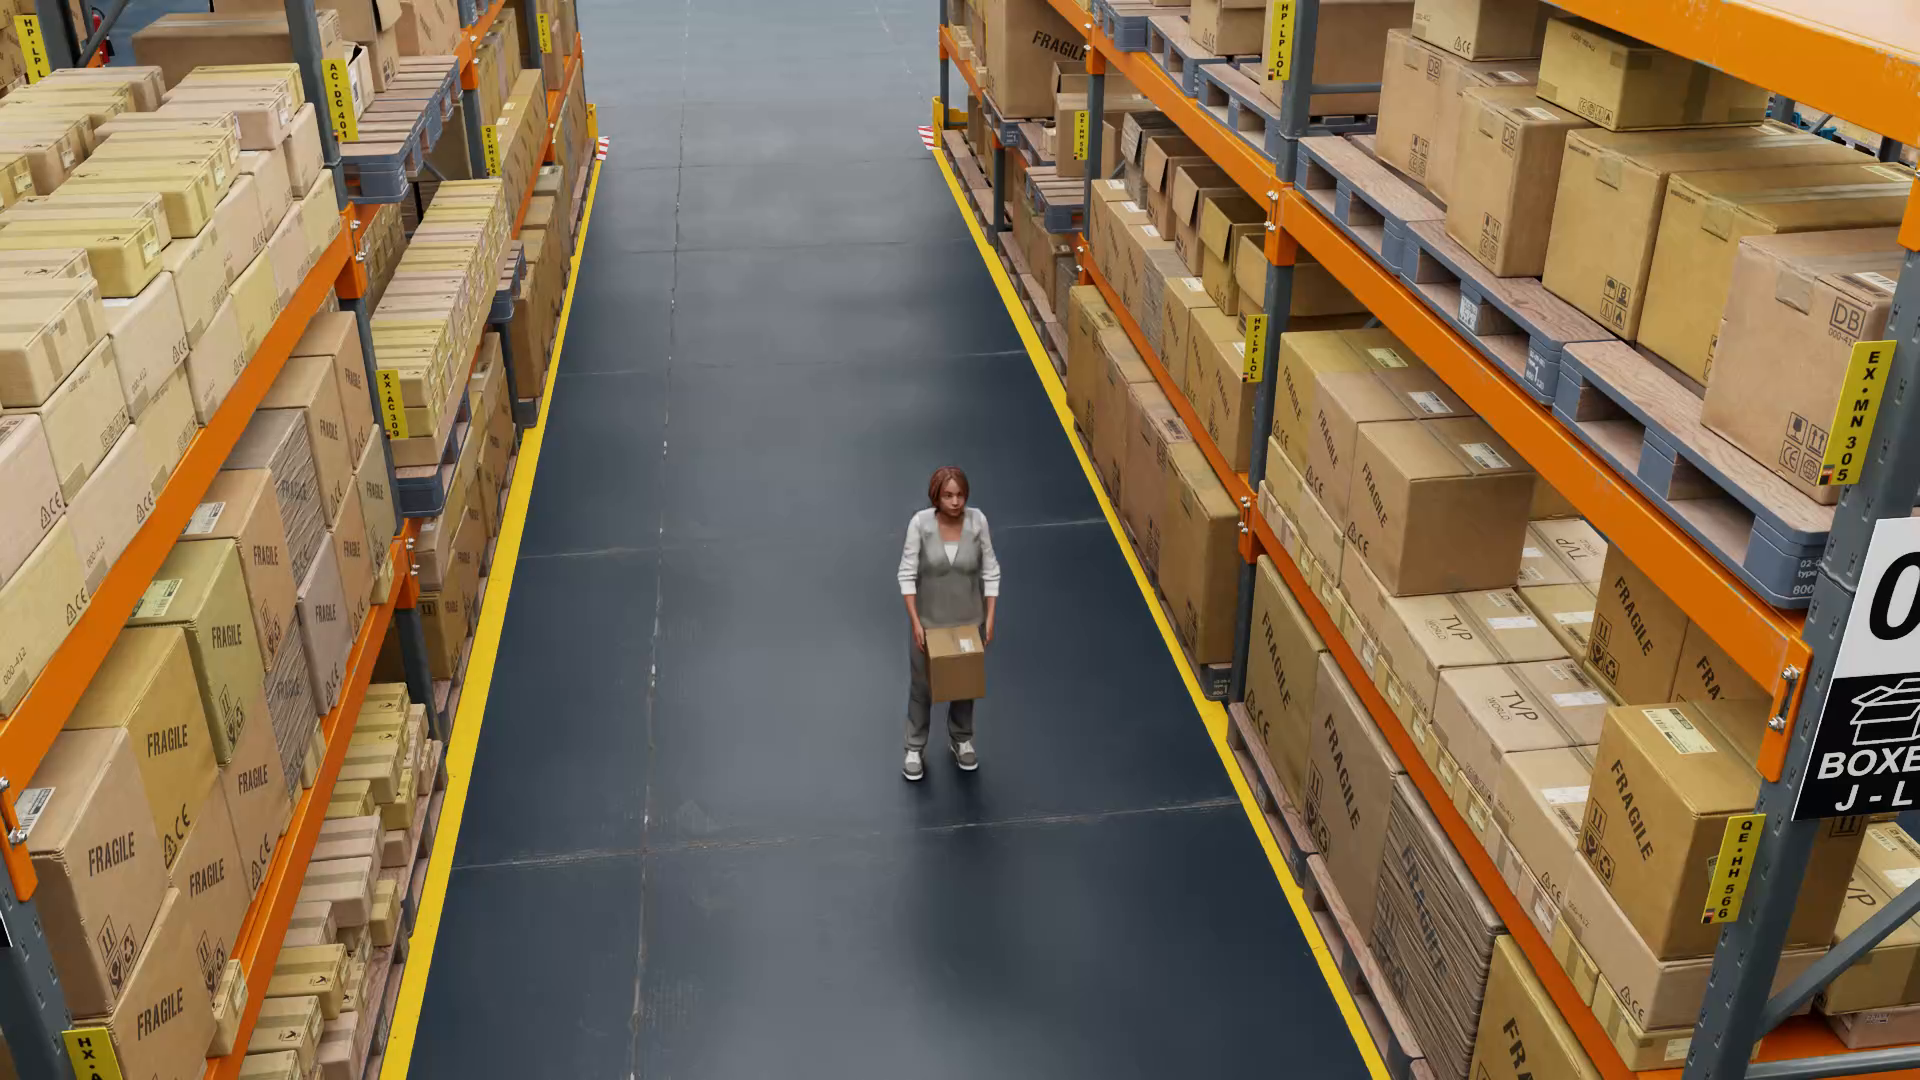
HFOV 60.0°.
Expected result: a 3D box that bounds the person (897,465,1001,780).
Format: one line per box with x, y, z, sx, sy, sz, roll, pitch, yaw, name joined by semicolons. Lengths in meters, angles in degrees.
-0.047;0.395;7.864;0.487;1.599;0.376;-4;28;-7;person
